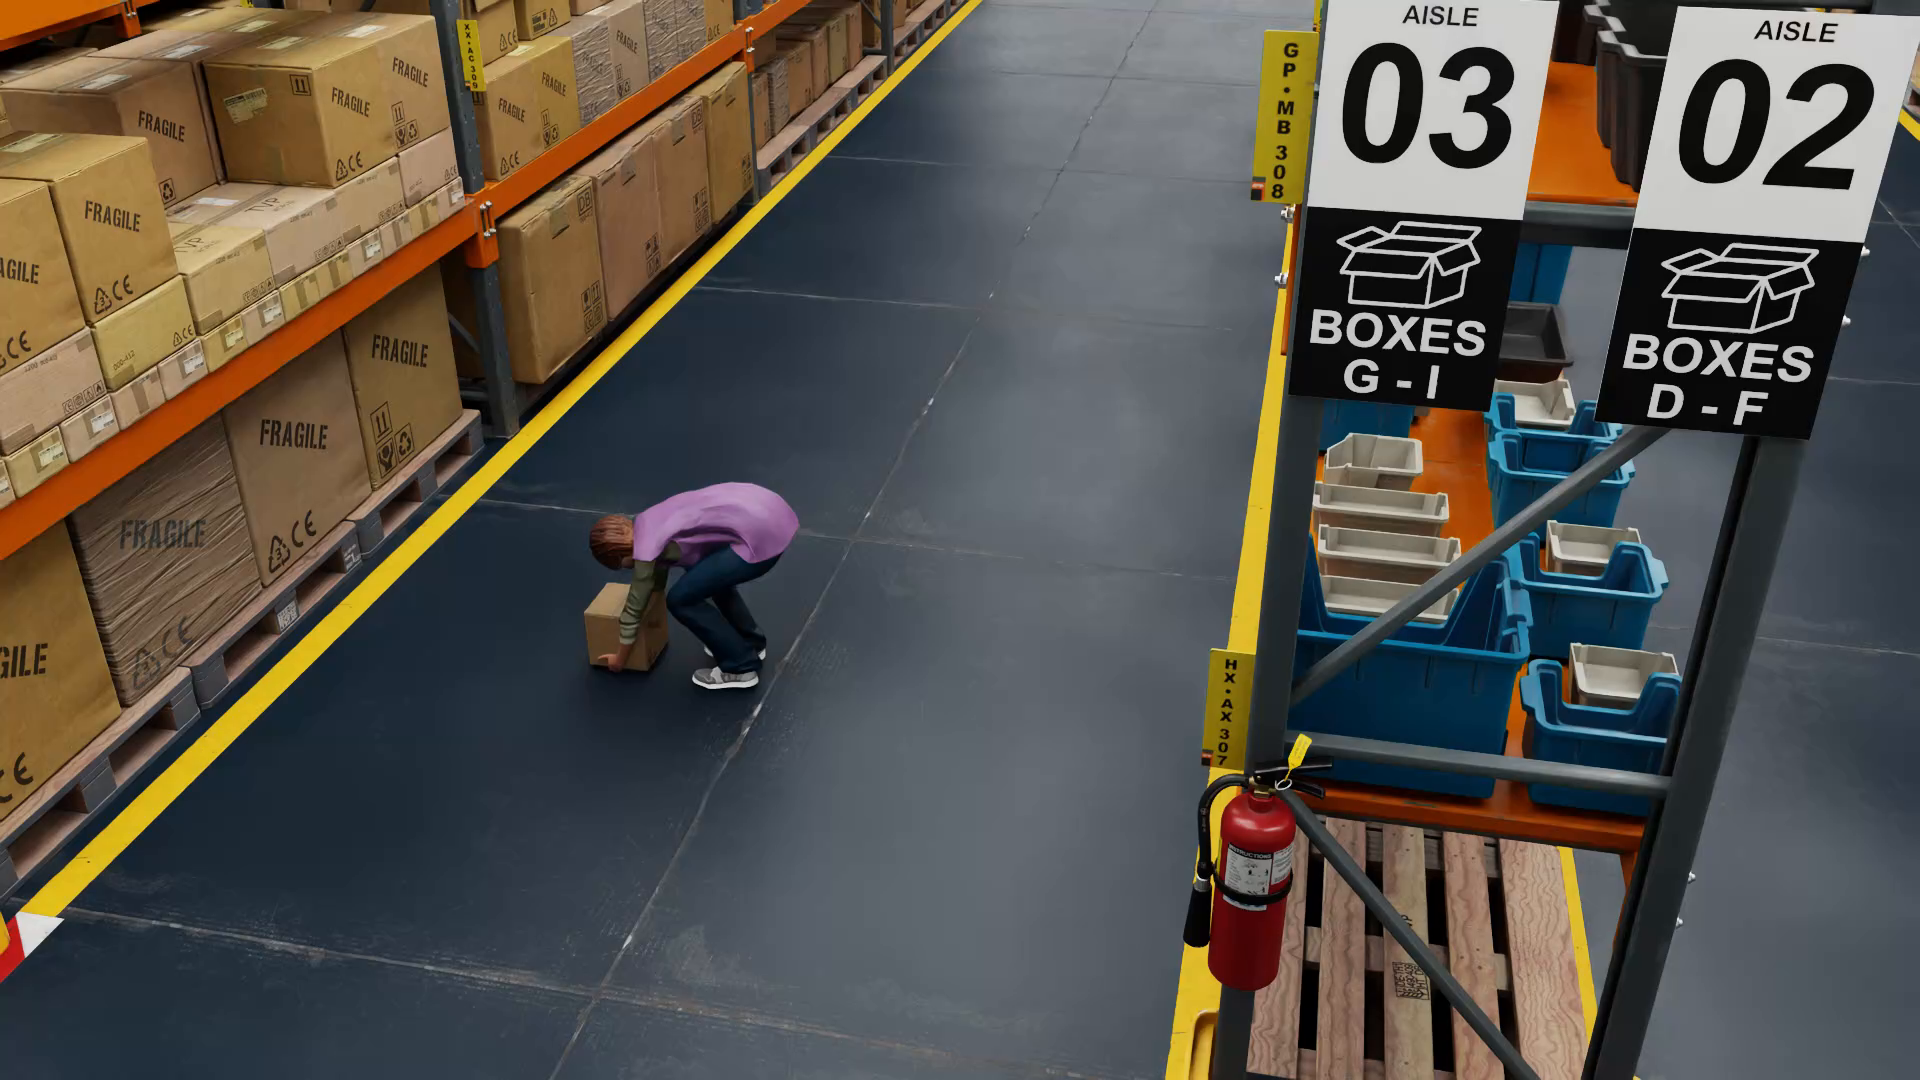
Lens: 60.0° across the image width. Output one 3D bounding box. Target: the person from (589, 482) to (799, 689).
[{"bbox_3d":[-1.059,0.161,6.631,0.856,0.832,0.425,5,30,8],"label":"person"}]
